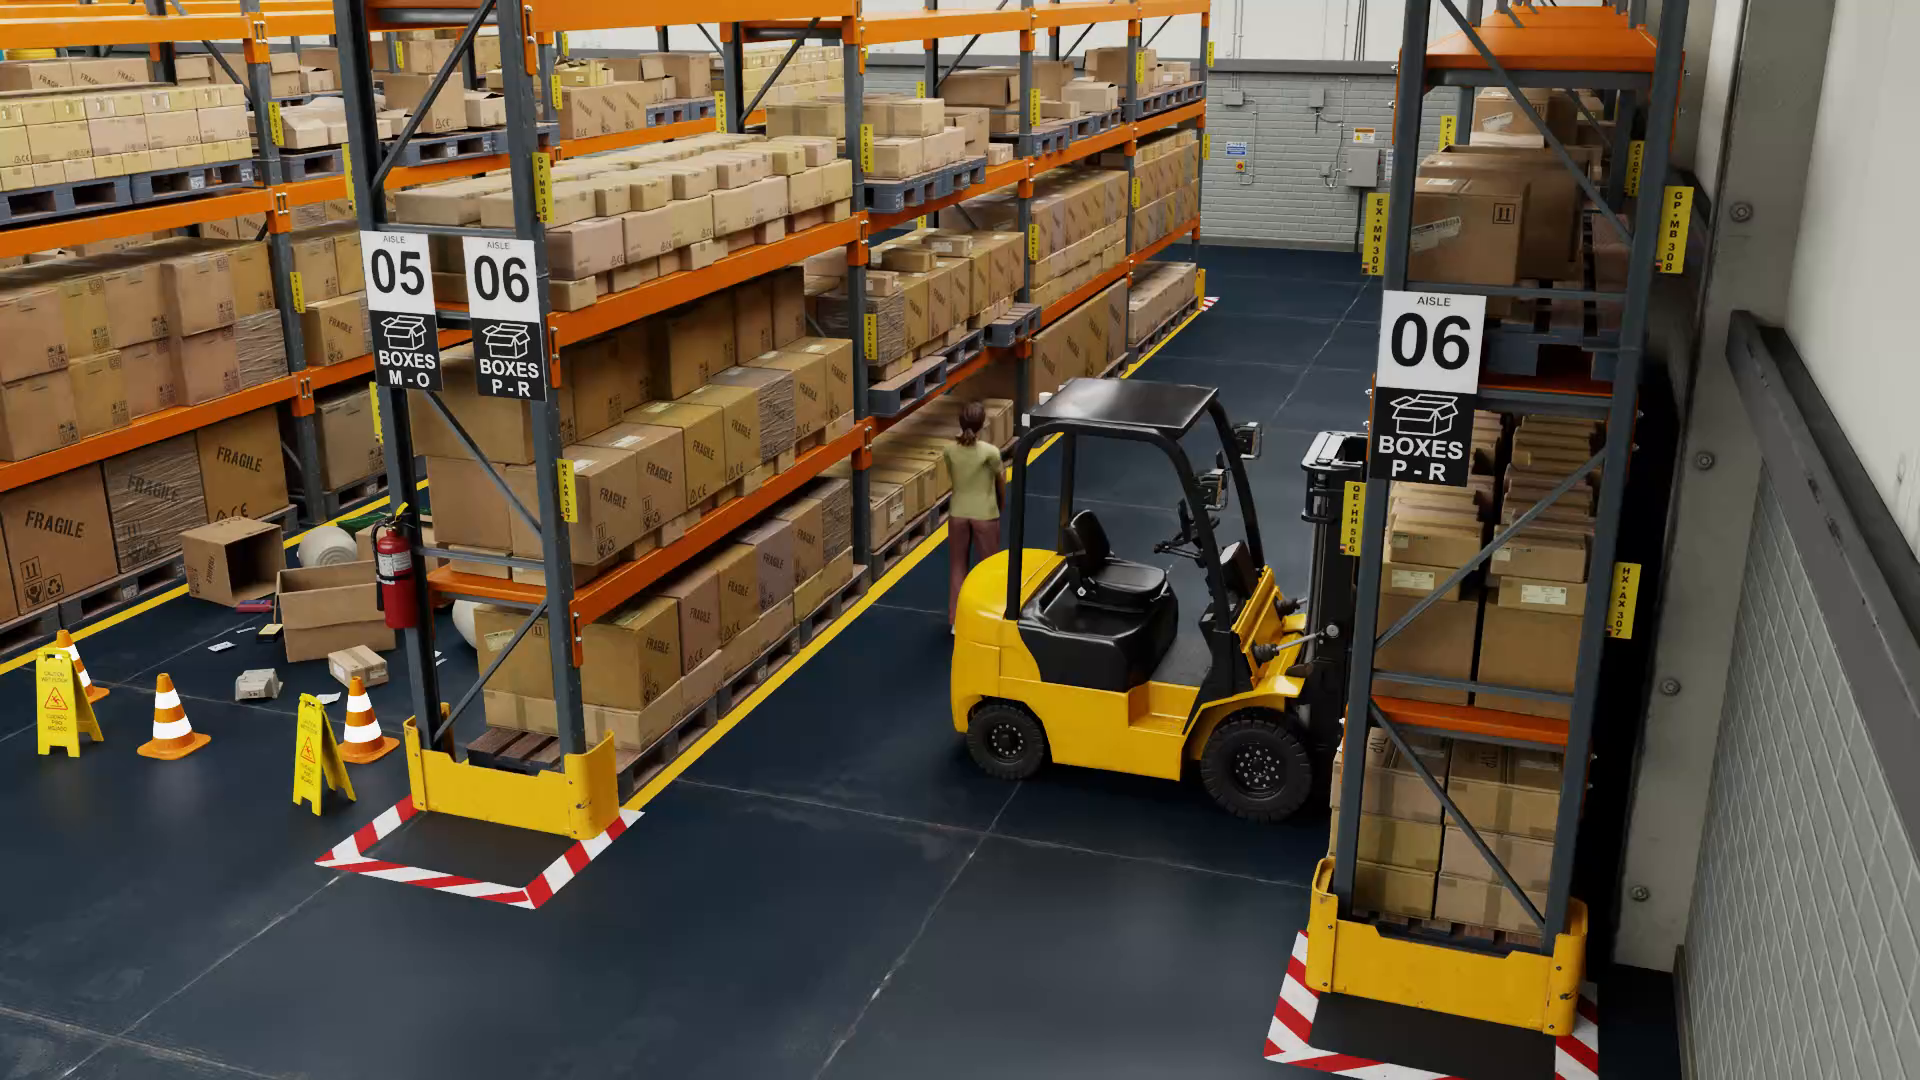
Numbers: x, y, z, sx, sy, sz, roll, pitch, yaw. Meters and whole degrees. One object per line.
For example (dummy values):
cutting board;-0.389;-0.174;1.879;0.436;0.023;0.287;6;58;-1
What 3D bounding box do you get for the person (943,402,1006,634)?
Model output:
person;0.111;-0.165;11.571;0.406;1.668;0.517;5;19;15
